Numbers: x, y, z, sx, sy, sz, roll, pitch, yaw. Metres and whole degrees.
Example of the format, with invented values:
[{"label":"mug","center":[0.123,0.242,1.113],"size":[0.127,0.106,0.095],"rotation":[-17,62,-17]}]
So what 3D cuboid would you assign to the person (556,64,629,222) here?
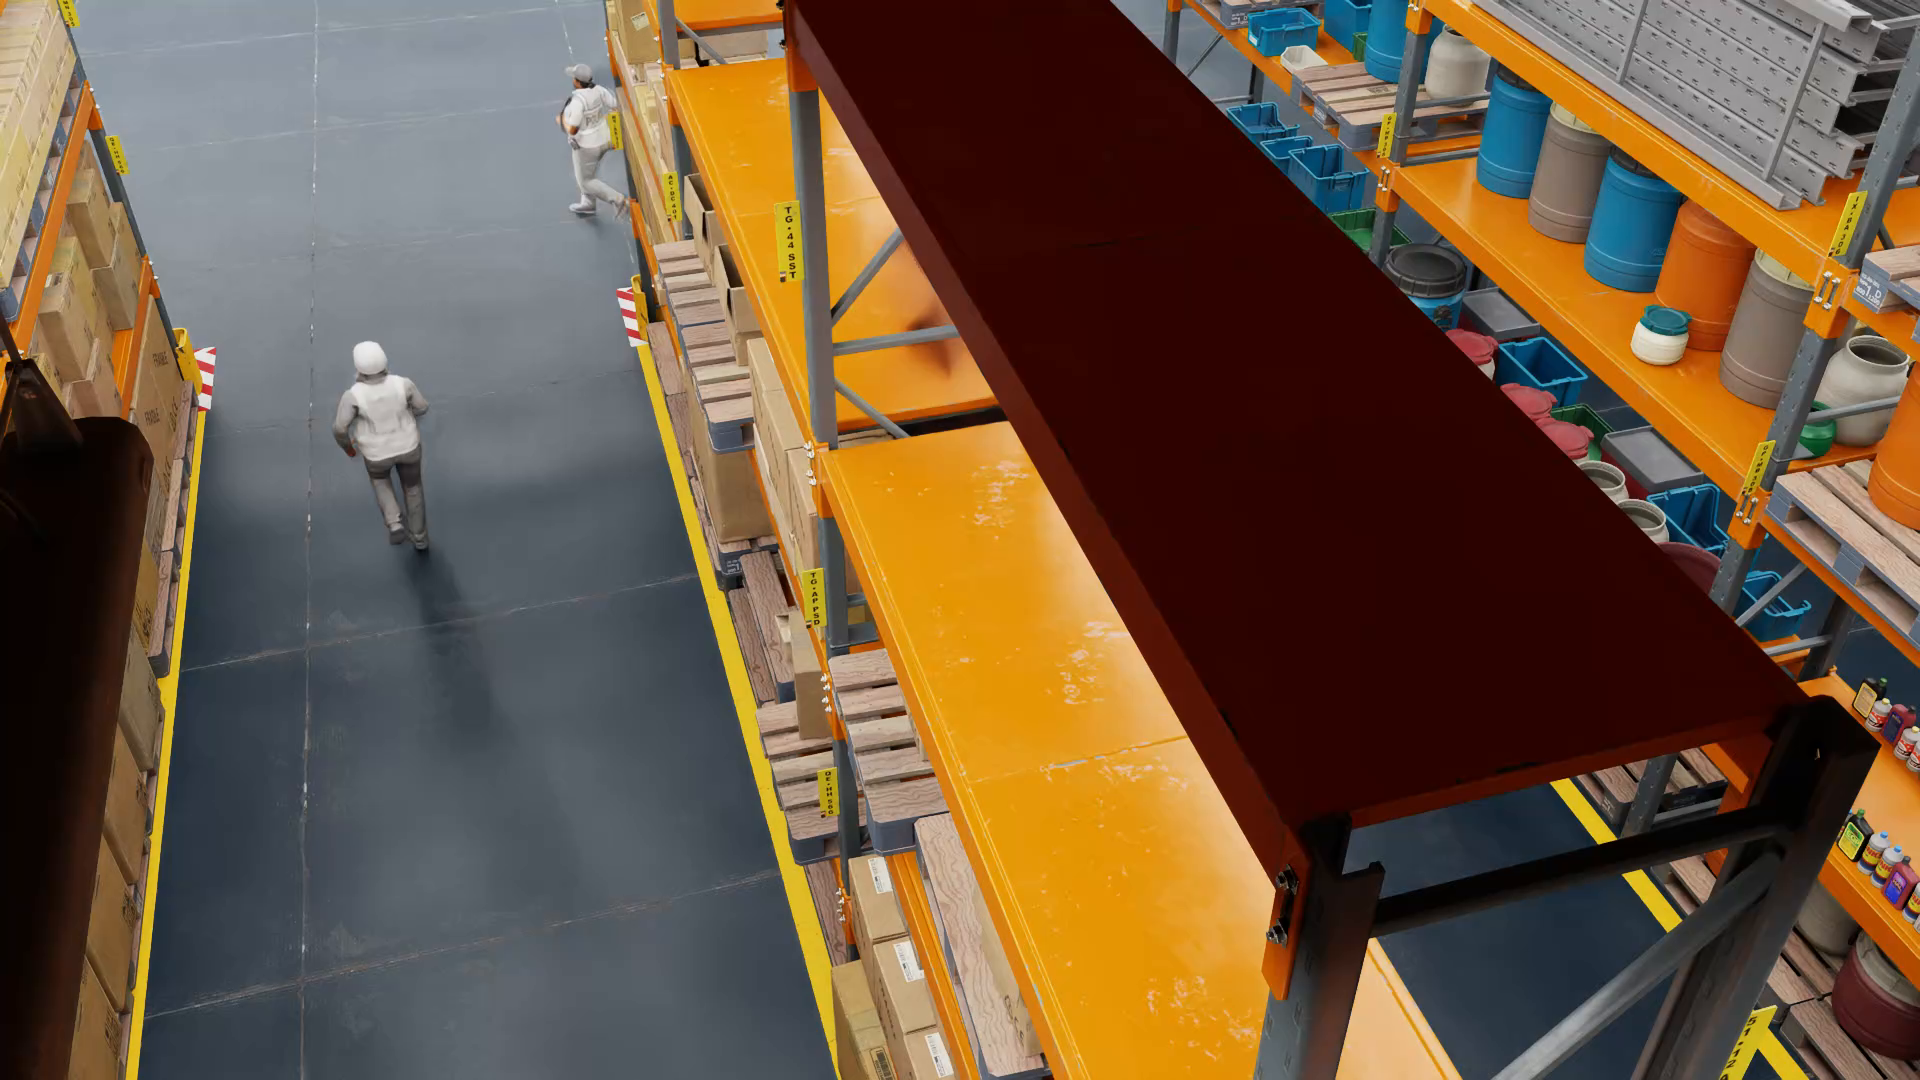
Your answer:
[{"label":"person","center":[-3.635,-3.922,16.454],"size":[0.843,1.634,0.620],"rotation":[16,41,19]}]

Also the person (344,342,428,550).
[{"label":"person","center":[-4.289,-0.736,12.334],"size":[0.596,1.718,0.584],"rotation":[-16,41,-20]}]
